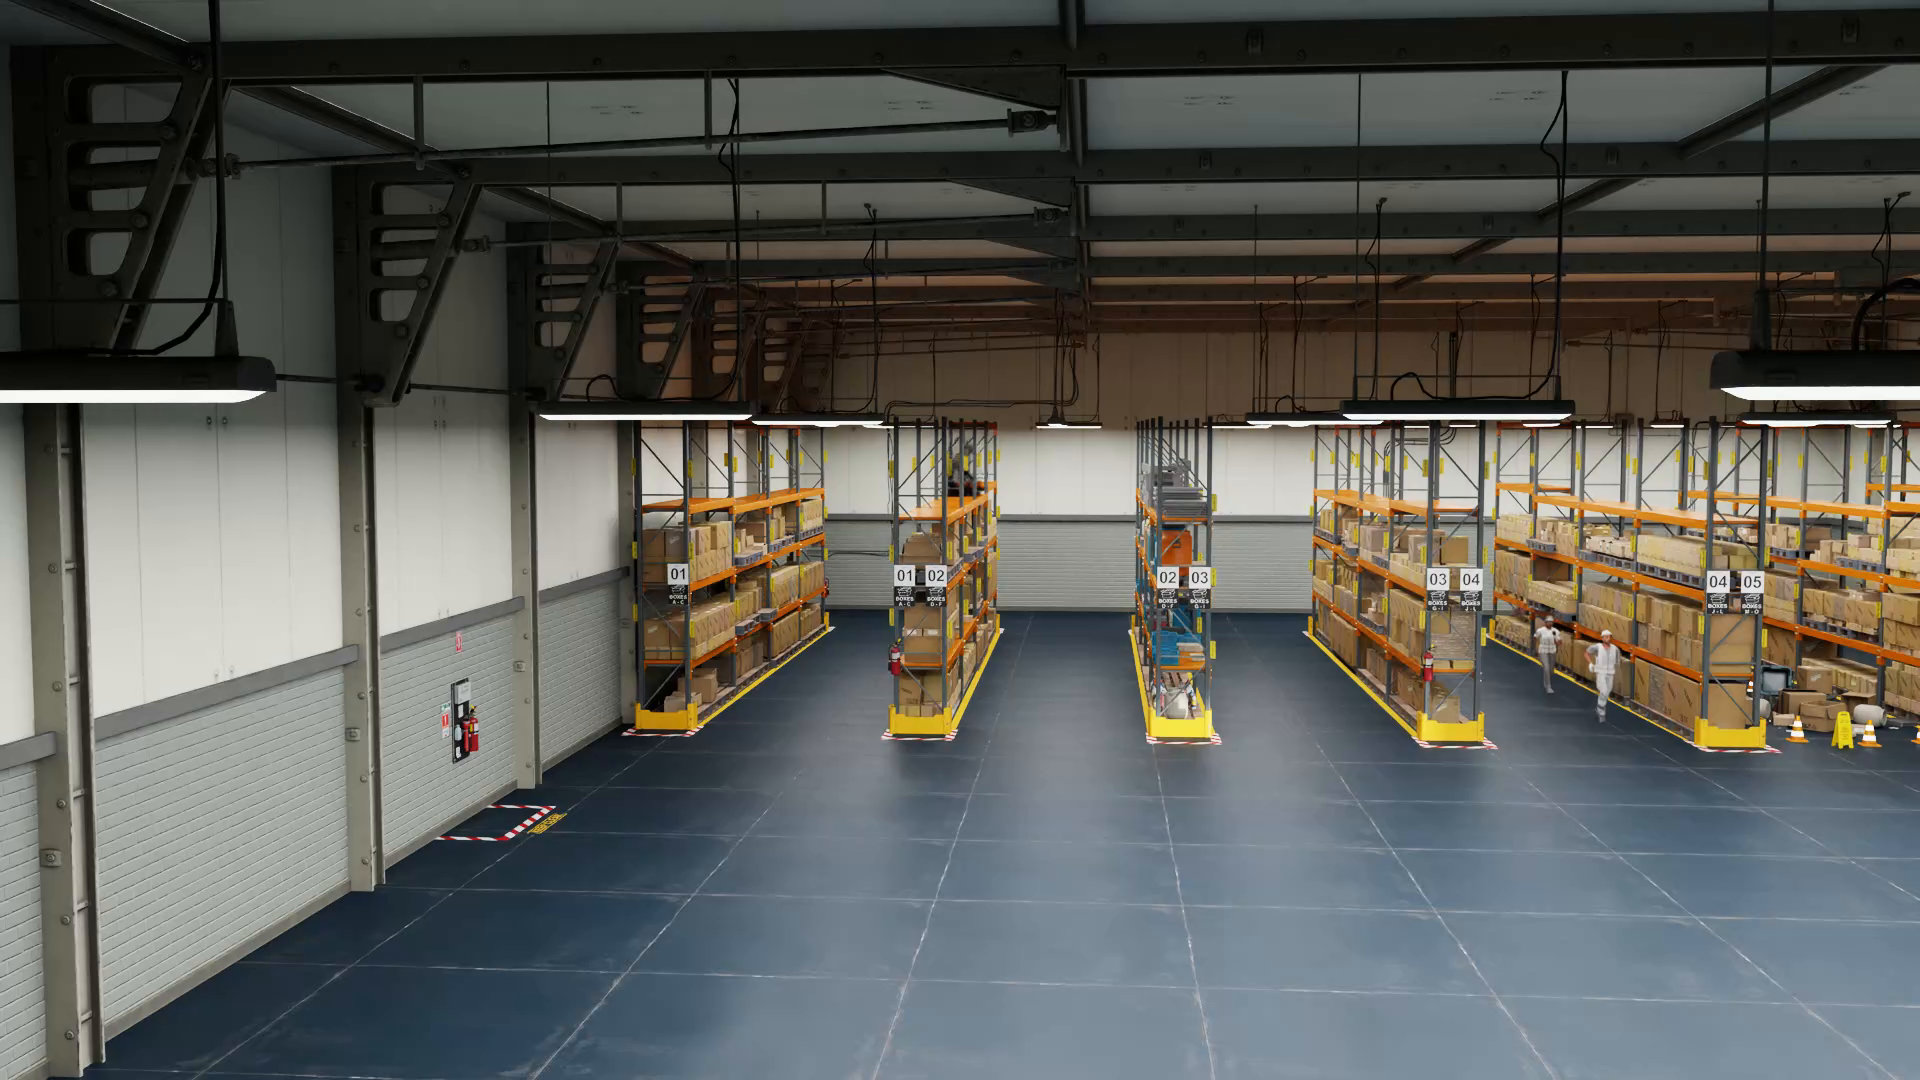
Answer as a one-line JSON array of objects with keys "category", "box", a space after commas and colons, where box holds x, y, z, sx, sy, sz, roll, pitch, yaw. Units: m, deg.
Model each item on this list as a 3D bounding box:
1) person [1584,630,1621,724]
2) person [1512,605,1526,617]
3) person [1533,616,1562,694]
[{"category": "person", "box": [12.731, 2.691, 32.833, 0.632, 1.846, 0.784, 0, 4, -4]}, {"category": "person", "box": [16.081, 1.791, 47.450, 0.795, 1.702, 0.572, 1, 4, 8]}, {"category": "person", "box": [12.894, 2.477, 36.483, 0.576, 1.678, 0.911, 0, 4, 6]}]
